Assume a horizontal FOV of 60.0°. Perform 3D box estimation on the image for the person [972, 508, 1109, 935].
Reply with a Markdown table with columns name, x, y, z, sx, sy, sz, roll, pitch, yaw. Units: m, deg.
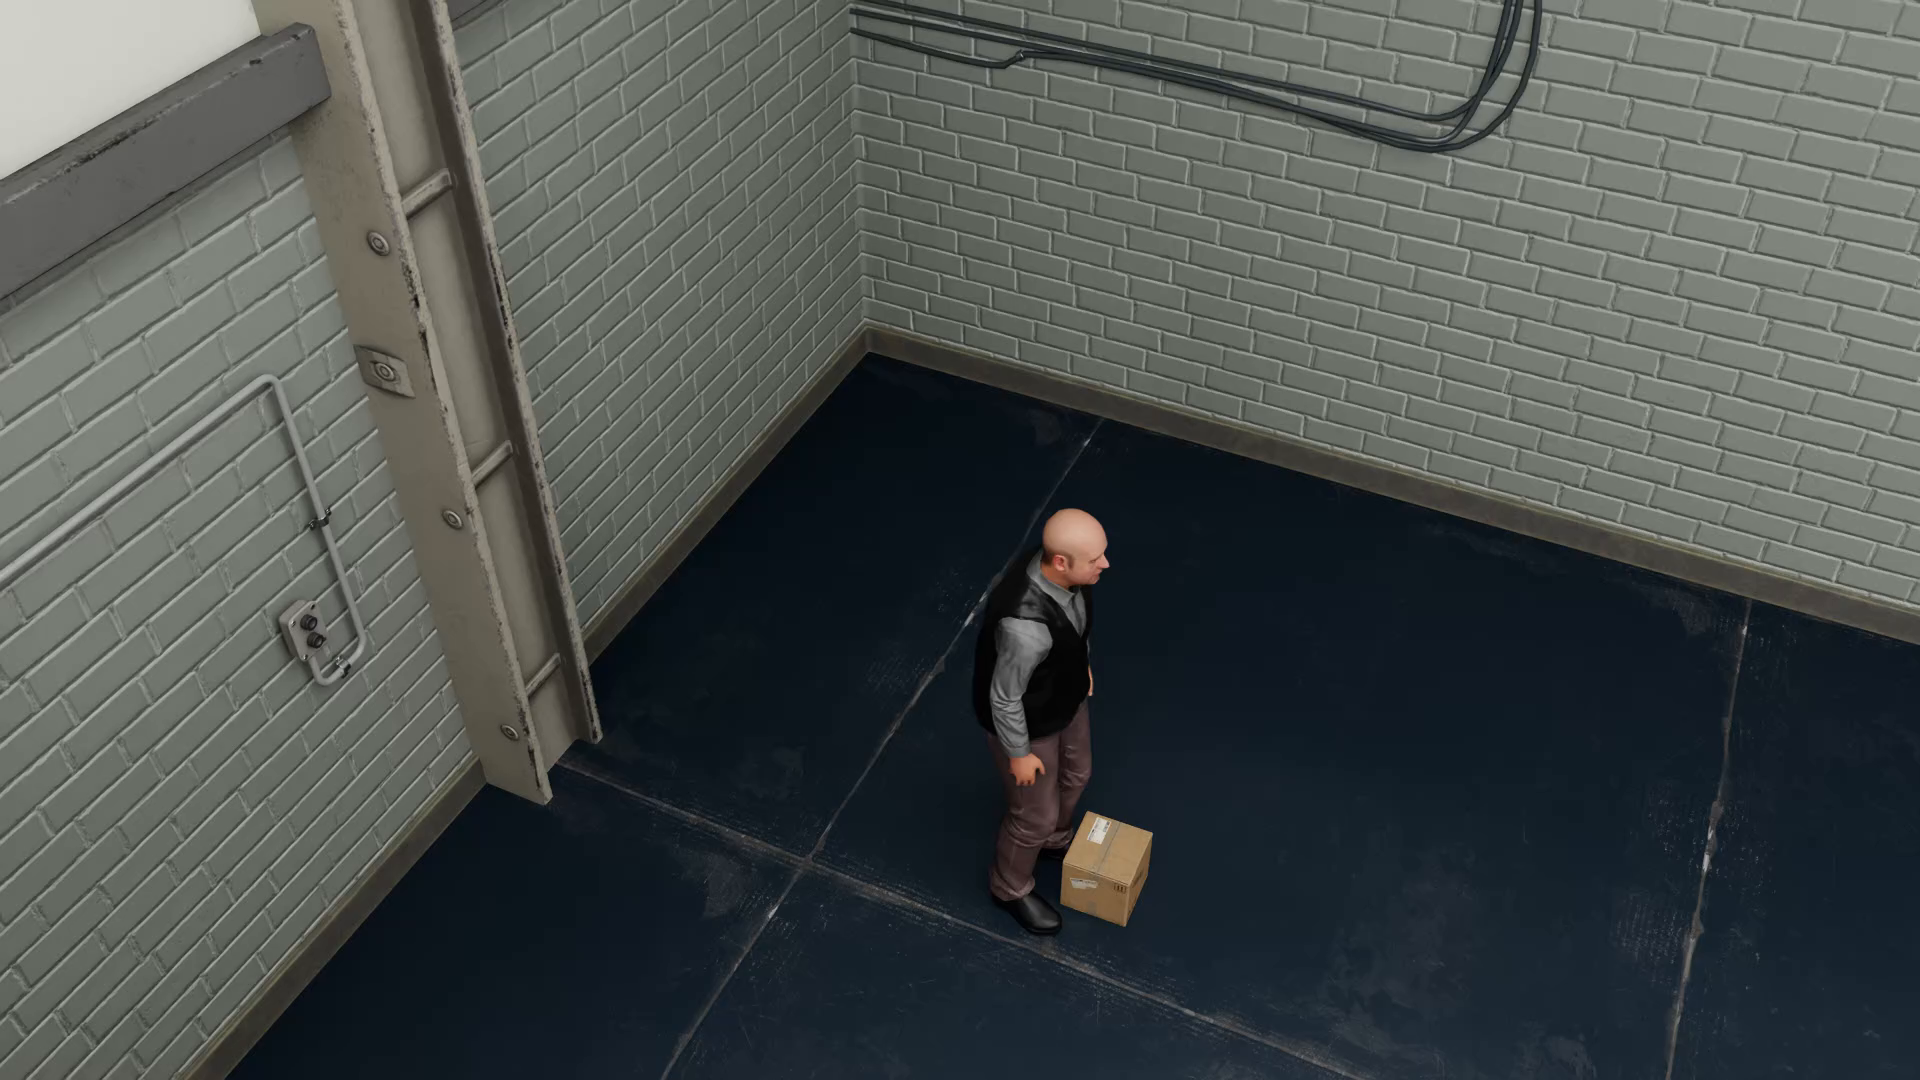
| name | x | y | z | sx | sy | sz | roll | pitch | yaw |
| --- | --- | --- | --- | --- | --- | --- | --- | --- | --- |
| person | 0.283 | 0.564 | 5.544 | 0.465 | 1.720 | 0.580 | 18 | 45 | 19 |
